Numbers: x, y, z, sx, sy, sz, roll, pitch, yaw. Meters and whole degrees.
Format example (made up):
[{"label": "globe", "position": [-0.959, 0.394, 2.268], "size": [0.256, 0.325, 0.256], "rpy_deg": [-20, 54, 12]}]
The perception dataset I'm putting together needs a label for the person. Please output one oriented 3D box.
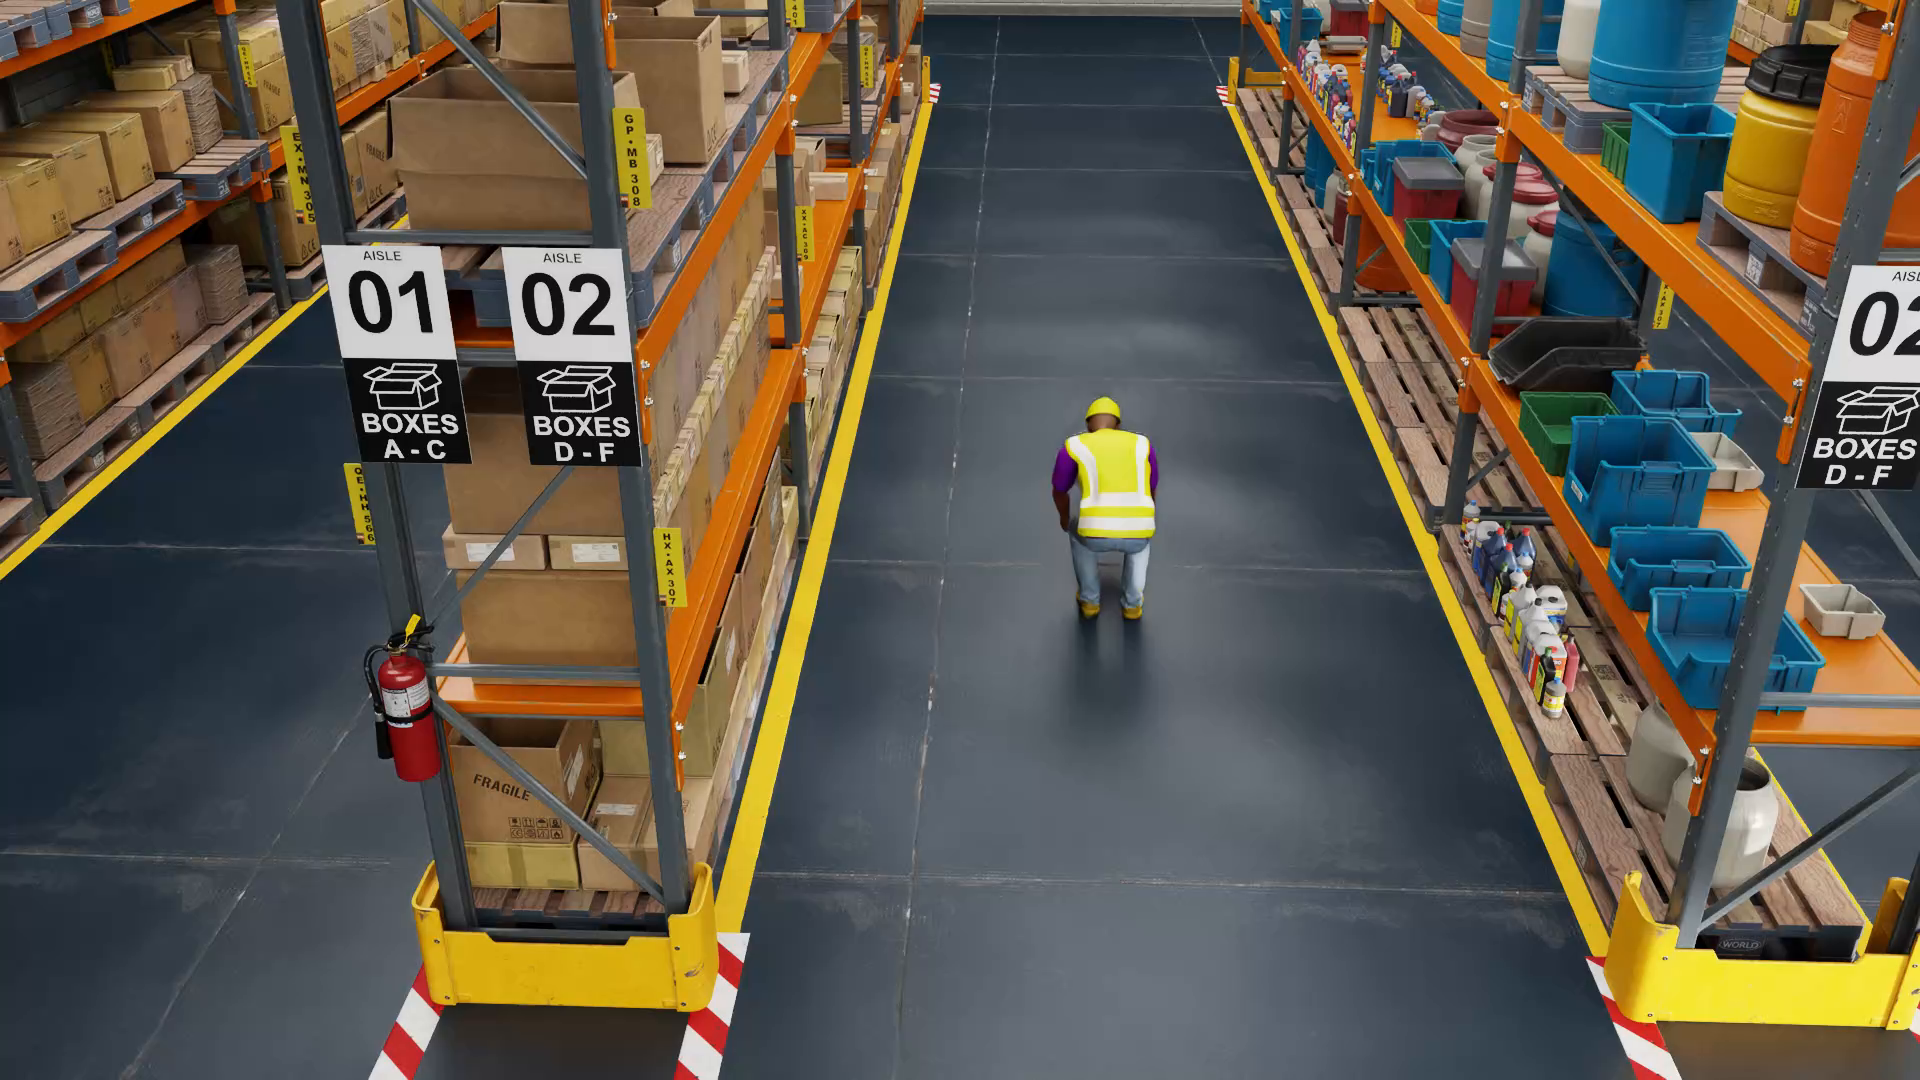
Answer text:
[{"label": "person", "position": [0.833, -0.159, 9.558], "size": [0.612, 1.154, 0.852], "rpy_deg": [1, 28, 2]}]
